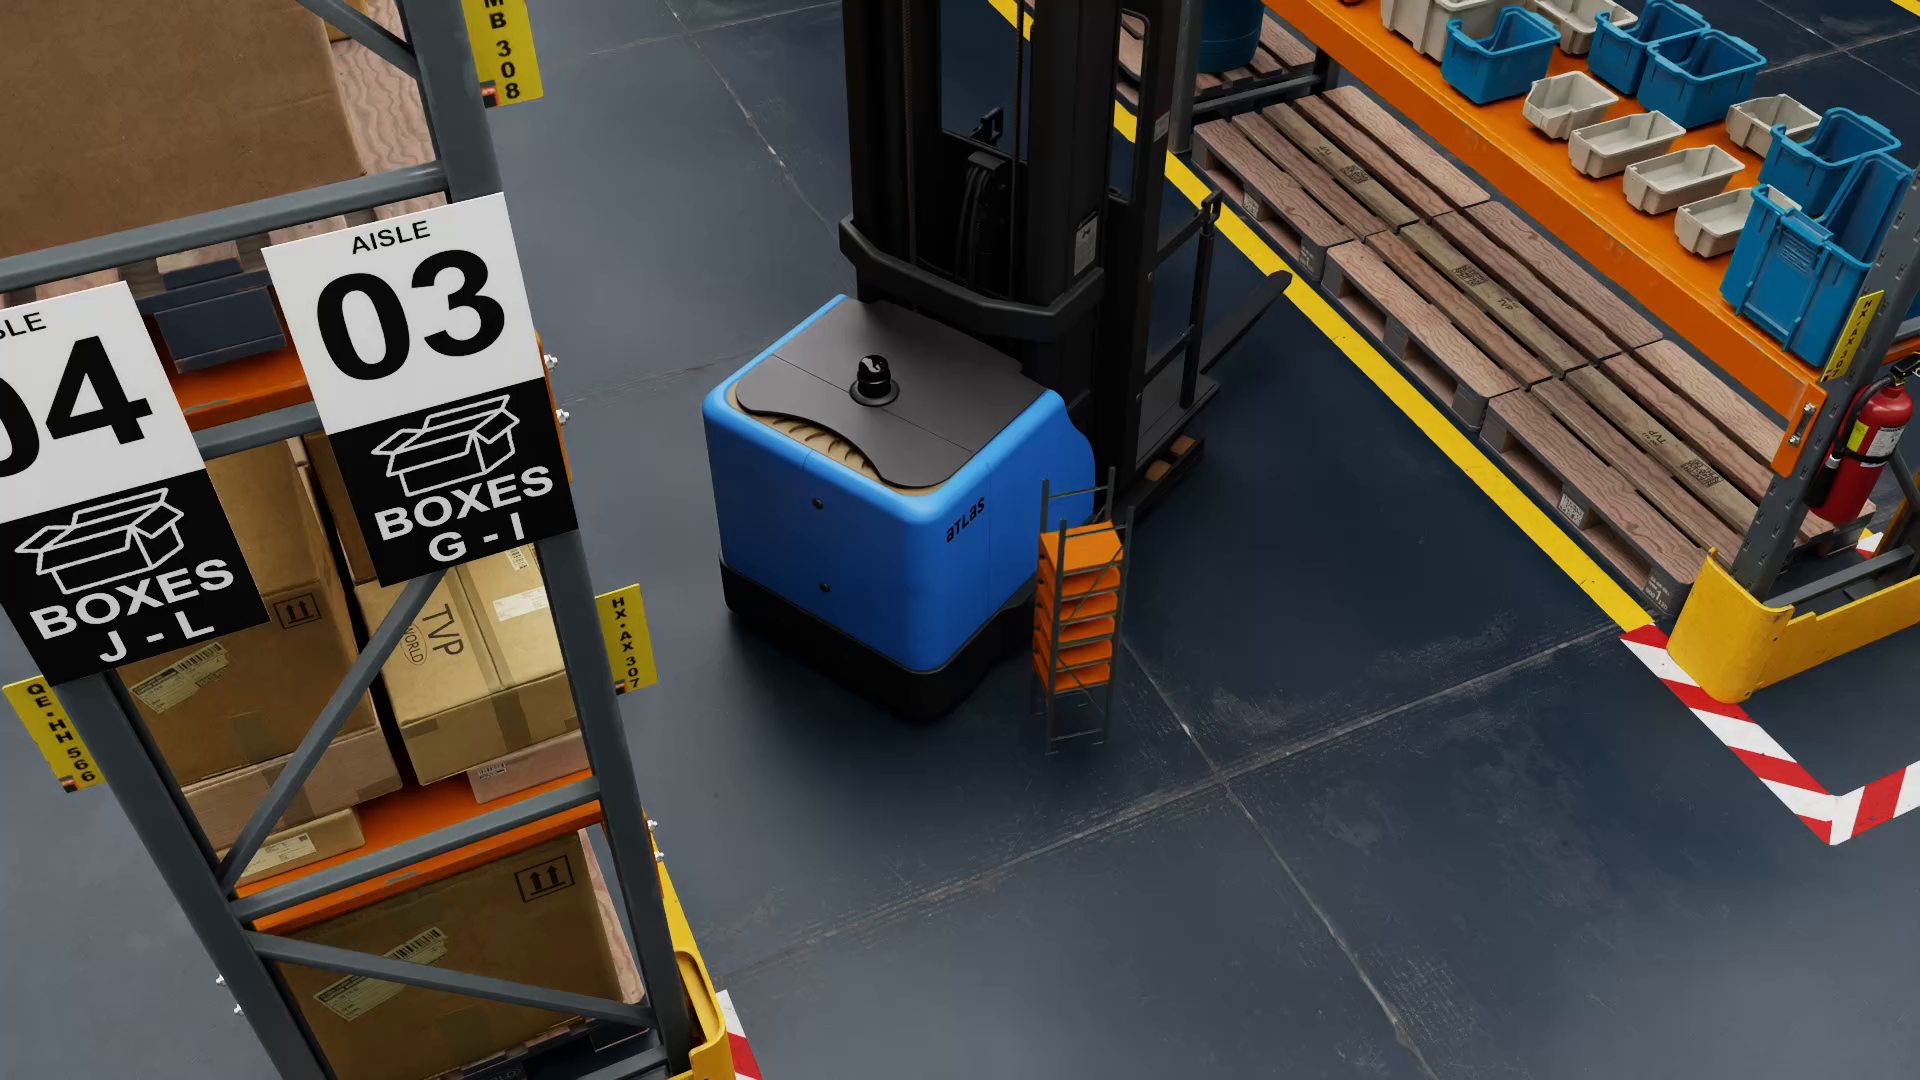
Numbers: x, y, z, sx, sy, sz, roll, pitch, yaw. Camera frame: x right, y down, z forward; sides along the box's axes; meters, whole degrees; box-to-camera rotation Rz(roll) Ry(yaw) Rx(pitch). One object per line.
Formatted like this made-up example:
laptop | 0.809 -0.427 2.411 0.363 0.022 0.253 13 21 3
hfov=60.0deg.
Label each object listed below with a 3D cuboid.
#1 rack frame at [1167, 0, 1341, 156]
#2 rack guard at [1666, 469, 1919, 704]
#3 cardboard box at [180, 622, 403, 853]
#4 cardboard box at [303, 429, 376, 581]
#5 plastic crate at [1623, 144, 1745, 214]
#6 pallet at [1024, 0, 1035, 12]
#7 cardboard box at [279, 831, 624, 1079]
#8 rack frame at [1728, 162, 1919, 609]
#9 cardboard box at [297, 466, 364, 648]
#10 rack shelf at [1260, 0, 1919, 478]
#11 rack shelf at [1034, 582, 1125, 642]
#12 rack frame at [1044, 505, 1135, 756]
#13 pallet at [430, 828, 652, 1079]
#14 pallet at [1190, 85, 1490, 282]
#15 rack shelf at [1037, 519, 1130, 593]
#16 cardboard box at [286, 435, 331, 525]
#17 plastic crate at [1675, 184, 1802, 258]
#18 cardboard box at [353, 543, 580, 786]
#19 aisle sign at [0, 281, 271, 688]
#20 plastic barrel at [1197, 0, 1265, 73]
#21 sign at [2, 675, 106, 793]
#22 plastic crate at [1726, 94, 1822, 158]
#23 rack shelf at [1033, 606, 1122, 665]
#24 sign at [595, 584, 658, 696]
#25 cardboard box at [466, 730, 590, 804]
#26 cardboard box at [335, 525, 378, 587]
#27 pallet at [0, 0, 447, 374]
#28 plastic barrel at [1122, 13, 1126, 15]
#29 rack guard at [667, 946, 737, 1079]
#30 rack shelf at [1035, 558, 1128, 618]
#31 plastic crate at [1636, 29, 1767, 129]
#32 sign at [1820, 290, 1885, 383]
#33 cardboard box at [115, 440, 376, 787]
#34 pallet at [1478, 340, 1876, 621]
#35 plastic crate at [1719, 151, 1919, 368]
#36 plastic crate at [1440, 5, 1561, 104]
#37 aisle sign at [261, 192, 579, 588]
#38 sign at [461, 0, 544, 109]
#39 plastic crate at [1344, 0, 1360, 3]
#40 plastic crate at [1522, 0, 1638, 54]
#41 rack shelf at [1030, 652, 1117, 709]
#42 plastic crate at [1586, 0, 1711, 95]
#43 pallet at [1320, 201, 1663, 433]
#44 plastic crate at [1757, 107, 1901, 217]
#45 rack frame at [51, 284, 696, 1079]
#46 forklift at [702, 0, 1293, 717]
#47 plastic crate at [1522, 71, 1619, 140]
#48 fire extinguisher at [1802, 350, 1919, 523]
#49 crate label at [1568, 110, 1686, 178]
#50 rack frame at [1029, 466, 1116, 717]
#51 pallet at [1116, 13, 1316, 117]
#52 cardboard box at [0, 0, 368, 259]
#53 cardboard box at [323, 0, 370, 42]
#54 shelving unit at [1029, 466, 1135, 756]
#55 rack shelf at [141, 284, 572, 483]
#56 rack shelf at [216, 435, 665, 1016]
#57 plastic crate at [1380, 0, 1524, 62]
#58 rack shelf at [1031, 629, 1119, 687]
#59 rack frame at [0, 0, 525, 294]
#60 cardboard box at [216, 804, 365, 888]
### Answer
rack frame | 1.563 -3.289 7.948 1.000 3.000 0.127 -18 47 -17
rack guard | 3.267 0.161 6.231 1.175 0.500 0.348 -18 47 -17
cardboard box | -1.693 0.439 4.064 0.500 0.250 0.500 -19 48 -18
cardboard box | -1.416 -0.301 4.281 0.500 0.500 0.500 -19 48 -18
plastic crate | 2.629 -1.323 6.100 0.396 0.136 0.243 -18 47 -17
pallet | 0.760 -3.579 10.227 1.003 0.211 1.213 -18 47 -17
cardboard box | -1.591 0.945 4.870 0.875 0.875 0.875 -18 47 -17
rack frame | 3.245 -0.740 5.365 1.000 3.000 0.127 -18 47 -17
cardboard box | -1.906 0.116 4.392 0.500 0.250 0.500 -19 48 -18
rack shelf | 2.404 -1.759 6.909 1.077 0.370 4.000 -18 47 -17
rack shelf | 0.398 0.218 5.565 0.258 0.103 0.180 -11 47 -11
rack frame | 0.421 0.334 5.557 0.240 1.200 0.006 -11 47 -11
pallet | -1.656 1.229 5.355 1.003 0.211 1.213 -18 47 -17
pallet | 1.907 -1.840 8.464 1.003 0.211 1.213 -18 47 -17
rack shelf | 0.399 0.050 5.392 0.258 0.103 0.180 -11 47 -11
cardboard box | -2.120 -0.208 4.720 0.500 0.250 0.500 -20 48 -19
plastic crate | 2.738 -1.134 5.909 0.396 0.136 0.243 -18 47 -17
cardboard box | -1.206 0.284 4.221 0.500 0.250 0.500 -19 48 -18
aisle sign | -1.491 -0.069 2.833 0.394 0.787 0.004 -18 47 -17
plastic barrel | 1.350 -3.044 8.894 0.600 0.901 0.708 -18 47 -17
sign | -1.747 0.377 3.239 0.100 0.325 0.005 -18 47 -17
plastic crate | 3.095 -1.584 6.364 0.250 0.136 0.298 -18 47 -17
rack shelf | 0.397 0.301 5.651 0.258 0.103 0.180 -11 47 -11
sign | -0.743 0.226 3.713 0.100 0.325 0.005 -18 47 -17
cardboard box | -1.099 0.488 4.299 0.380 0.149 0.250 -18 47 -17
cardboard box | -1.430 -0.045 4.555 0.500 0.250 0.500 -19 48 -18
pallet | -1.570 -0.783 3.336 1.003 0.211 1.213 -18 47 -17
plastic barrel | 1.052 -3.495 9.351 0.600 0.901 0.708 -18 47 -17
rack guard | -1.239 1.627 4.745 1.175 0.500 0.348 -18 47 -17
rack shelf | 0.398 0.134 5.479 0.258 0.103 0.180 -11 47 -11
plastic crate | 2.886 -1.796 6.511 0.416 0.233 0.300 -18 47 -17
sign | 2.753 -0.626 5.132 0.100 0.325 0.005 -18 47 -17
cardboard box | -1.692 0.170 3.803 0.500 0.500 0.500 -17 47 -17
pallet | 2.933 -0.285 6.888 1.003 0.211 1.213 -18 47 -17
plastic crate | 2.935 -0.933 5.492 0.616 0.435 0.499 -18 47 -17
plastic crate | 2.149 -1.935 6.652 0.416 0.233 0.300 -18 47 -17
aisle sign | -0.946 -0.246 3.012 0.394 0.787 0.004 -18 47 -17
sign | -0.743 -0.845 2.656 0.100 0.325 0.005 -18 47 -17
plastic crate | 1.711 -2.690 7.253 0.402 0.464 0.583 -18 47 -17
plastic crate | 2.568 -2.196 6.985 0.293 0.136 0.466 -18 47 -17
rack shelf | 0.395 0.468 5.823 0.258 0.103 0.180 -11 47 -11
plastic crate | 2.760 -1.987 6.705 0.416 0.233 0.300 -18 47 -17
pallet | 2.424 -1.061 7.675 1.003 0.211 1.213 -18 47 -17
plastic crate | 3.163 -1.376 6.086 0.416 0.233 0.300 -18 47 -17
rack frame | -1.249 0.722 3.882 1.000 3.000 0.127 -18 47 -17
forklift | 0.371 -1.396 6.078 1.130 2.935 3.031 27 51 25
plastic crate | 2.348 -1.676 6.458 0.298 0.136 0.250 -18 47 -17
fire extinguisher | 2.896 -0.350 5.289 0.296 0.674 0.183 -18 47 -17
crate label | 2.490 -1.493 6.273 0.396 0.136 0.243 -18 47 -17
rack frame | 0.374 0.207 5.680 0.240 1.200 0.006 -11 47 -11
pallet | 1.276 -2.801 9.438 1.003 0.211 1.213 -18 47 -17
cardboard box | -1.516 -0.882 2.931 0.700 0.500 0.500 -21 48 -20
cardboard box | -1.643 -1.276 3.330 0.700 0.500 0.500 -20 48 -19
shelving unit | 0.397 0.270 5.619 0.258 1.200 0.189 -11 47 -11
rack shelf | -2.090 -1.364 4.373 1.077 0.370 4.000 -18 47 -17
rack shelf | -2.090 -0.296 5.427 1.077 0.370 4.000 -18 47 -17
plastic crate | 2.038 -2.241 6.927 0.437 0.282 0.530 -18 47 -17
rack shelf | 0.396 0.385 5.737 0.258 0.103 0.180 -11 47 -11
rack frame | -1.249 -1.413 1.775 1.000 3.000 0.127 -18 47 -17
cardboard box | -1.697 0.682 4.102 0.380 0.149 0.250 -17 47 -17
